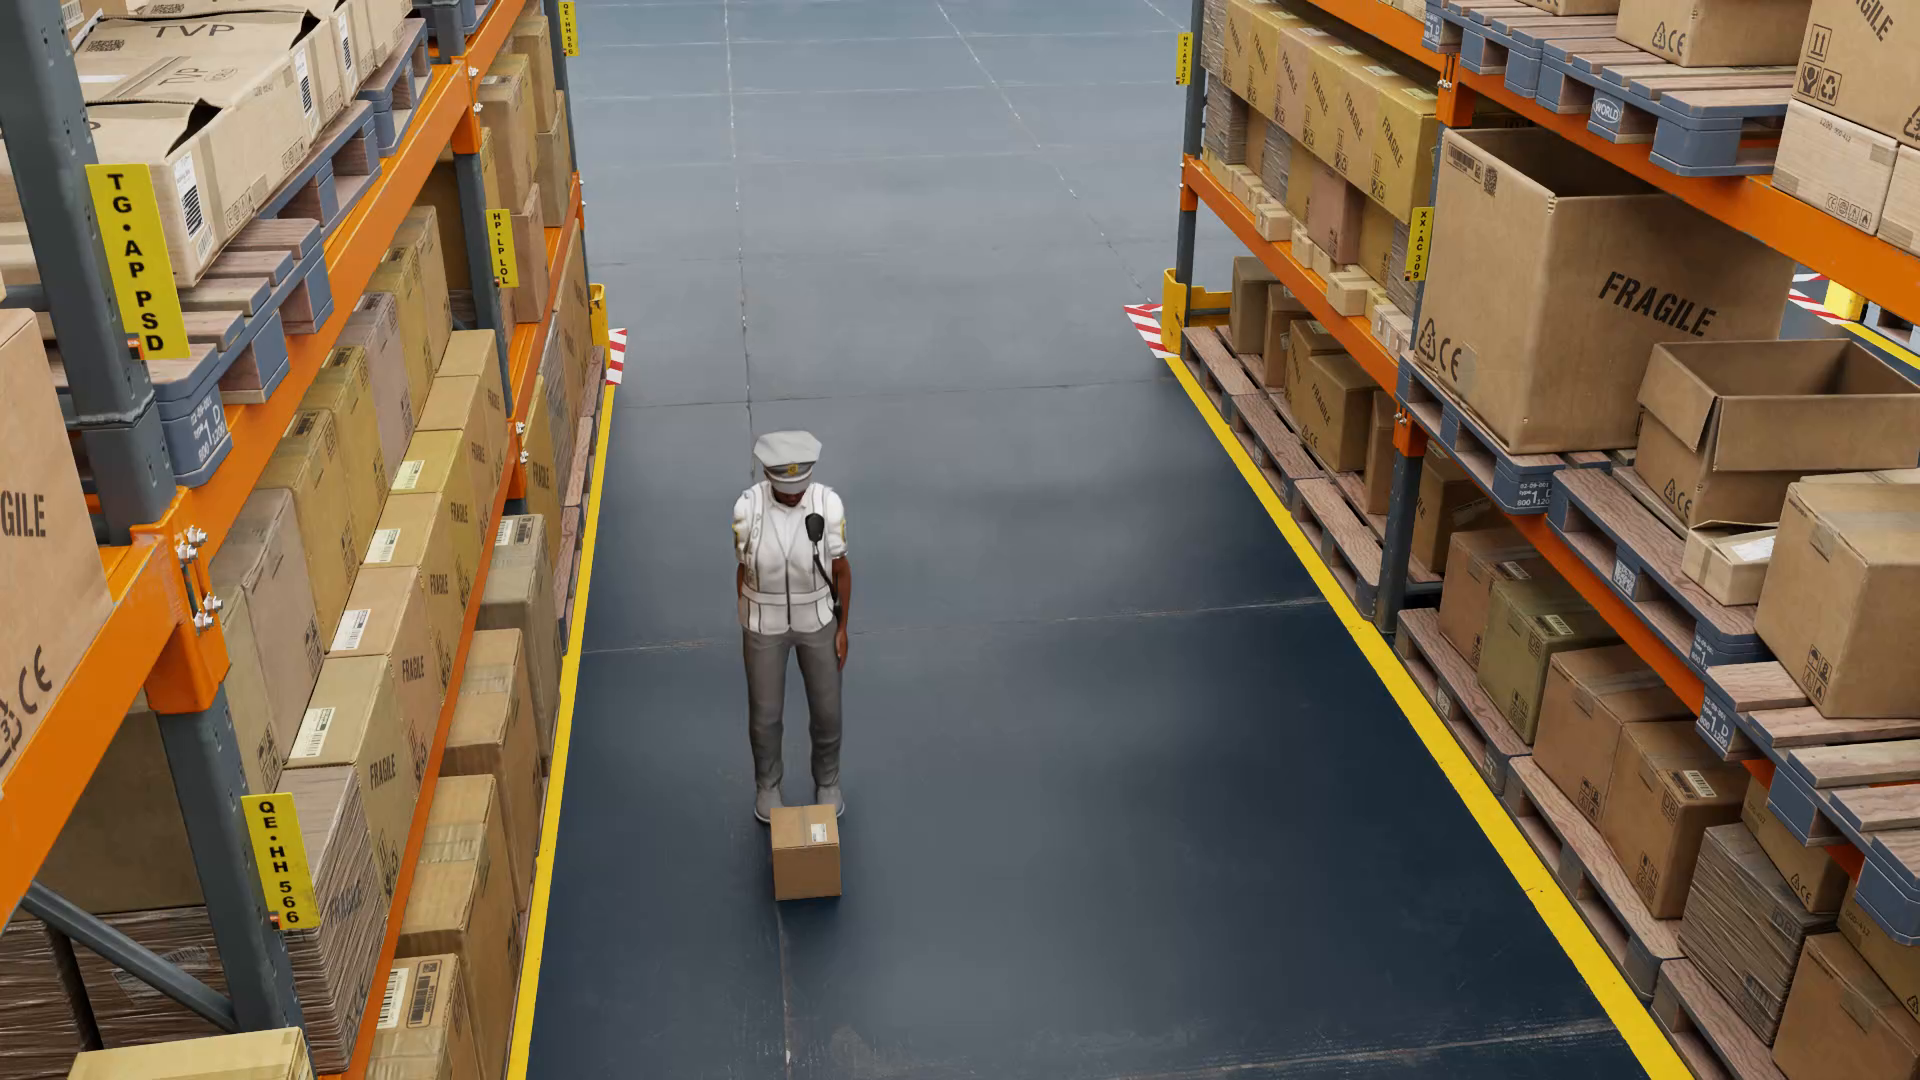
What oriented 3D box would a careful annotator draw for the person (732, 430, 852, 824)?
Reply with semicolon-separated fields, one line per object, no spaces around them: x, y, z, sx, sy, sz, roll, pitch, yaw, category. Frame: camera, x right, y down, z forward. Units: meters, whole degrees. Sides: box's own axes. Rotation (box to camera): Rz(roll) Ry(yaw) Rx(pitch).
-0.637;0.348;6.473;0.443;1.654;0.351;-3;27;-6;person
